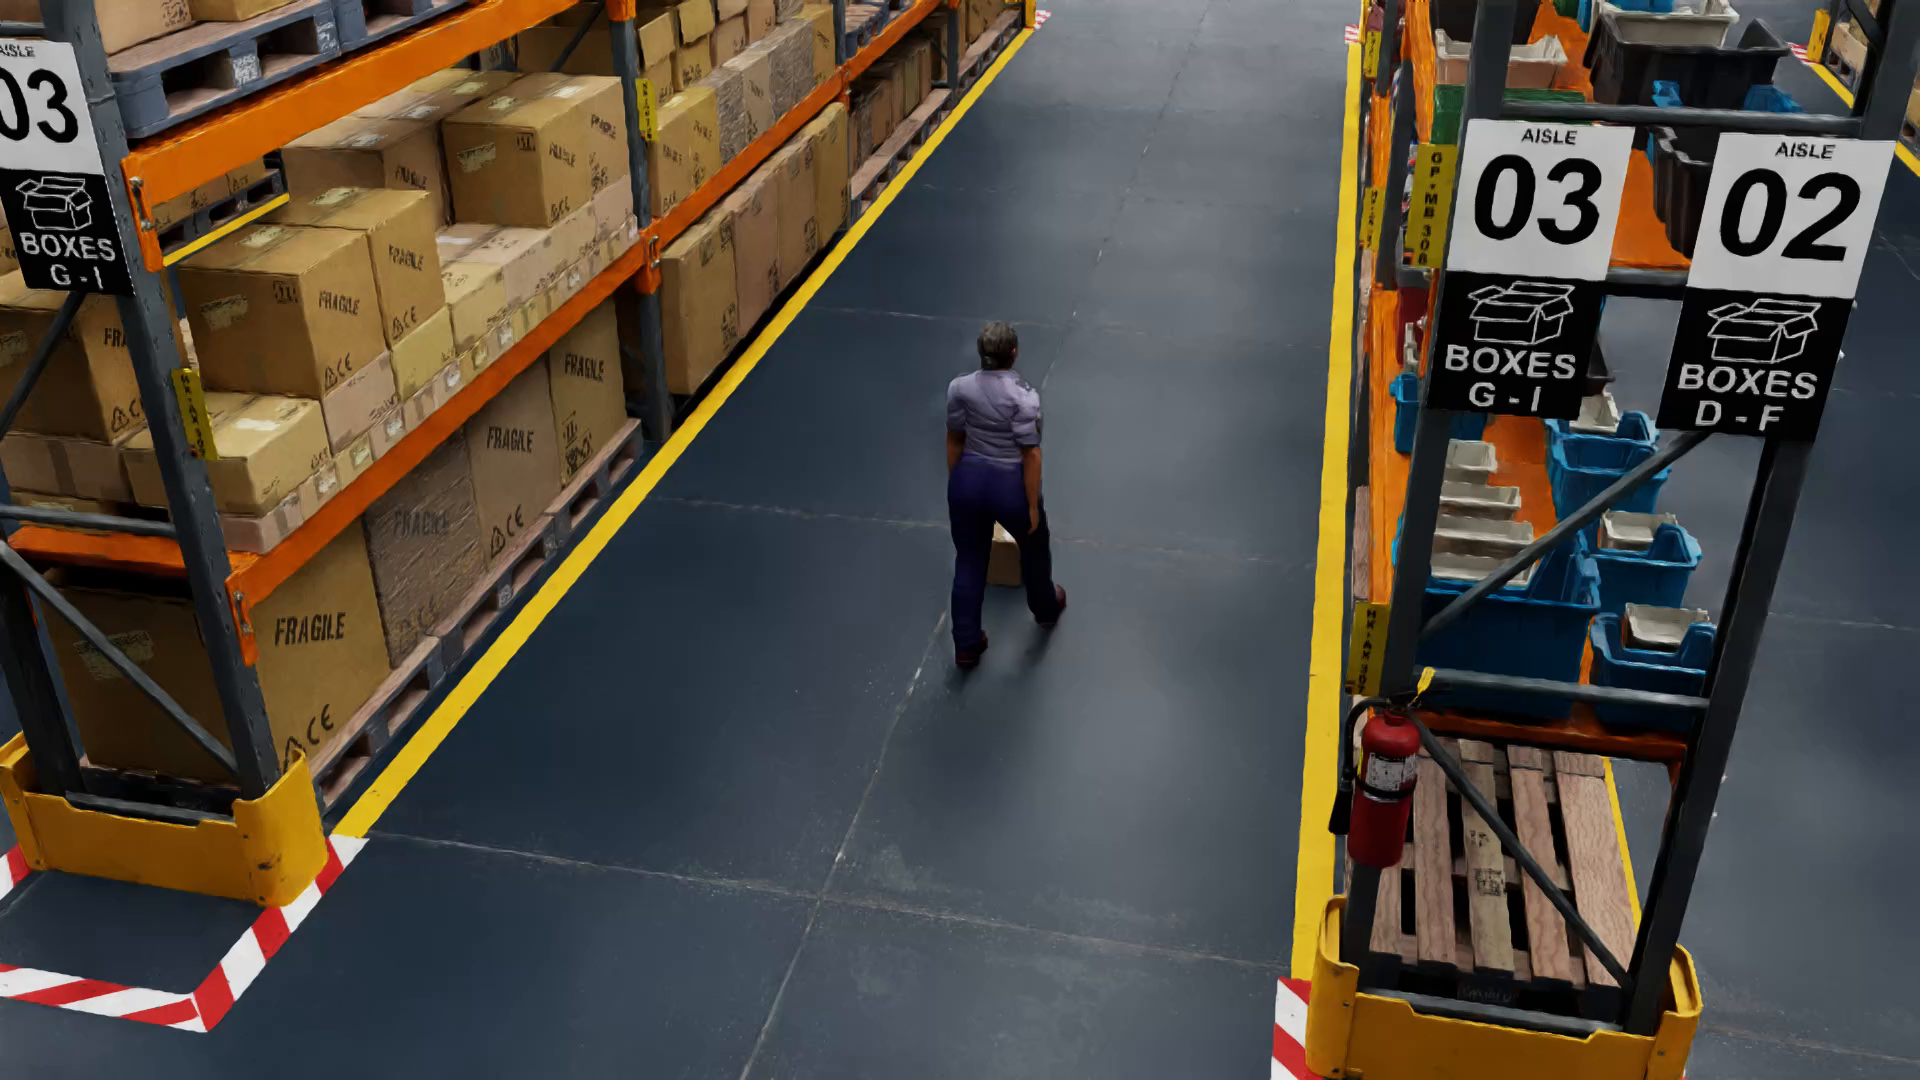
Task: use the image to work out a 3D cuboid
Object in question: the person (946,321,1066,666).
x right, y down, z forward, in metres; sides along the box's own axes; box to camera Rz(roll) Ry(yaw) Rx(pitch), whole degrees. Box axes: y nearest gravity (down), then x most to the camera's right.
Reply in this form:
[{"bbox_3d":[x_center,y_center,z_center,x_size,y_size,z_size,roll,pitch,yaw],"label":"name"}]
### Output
[{"bbox_3d":[0.200,-0.267,7.630,0.478,1.620,0.745,10,30,17],"label":"person"}]
